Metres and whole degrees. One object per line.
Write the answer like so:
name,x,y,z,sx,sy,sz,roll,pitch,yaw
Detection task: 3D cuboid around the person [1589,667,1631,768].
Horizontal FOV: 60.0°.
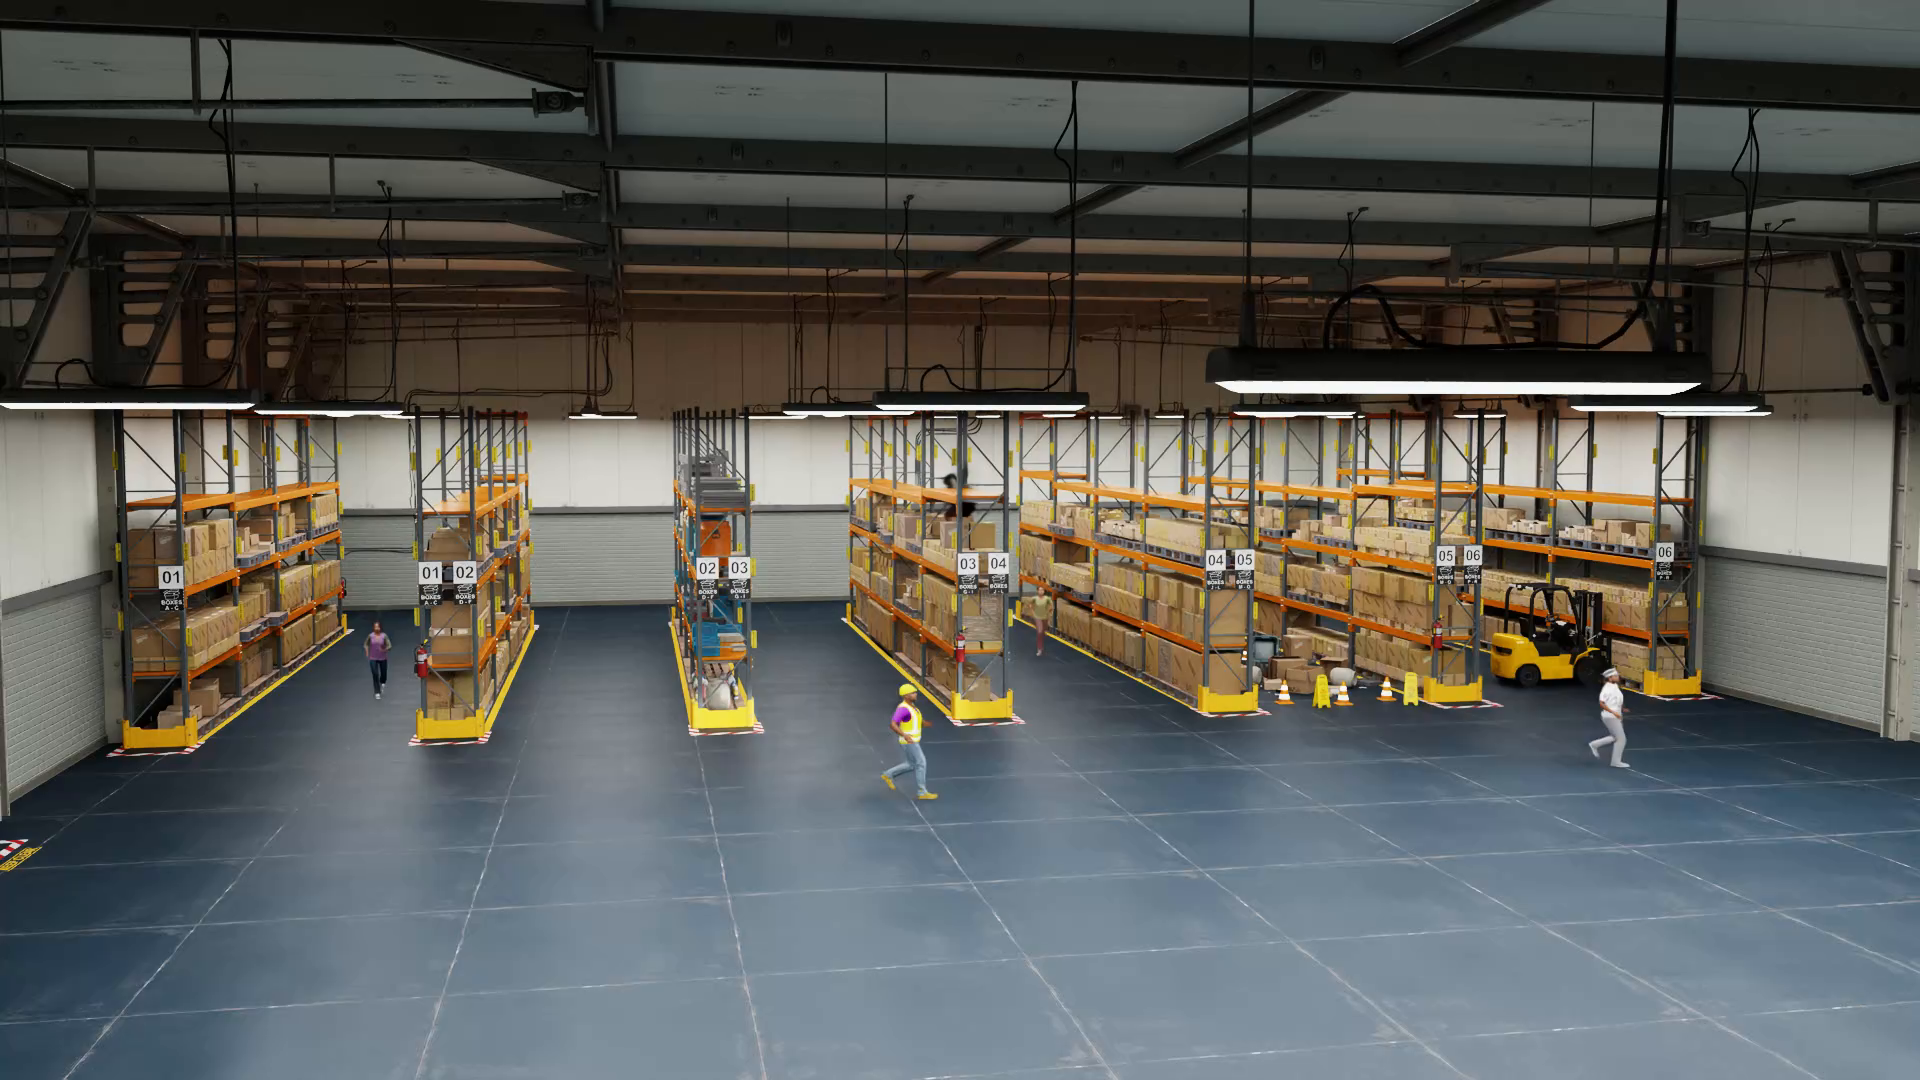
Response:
person,10.796,2.931,27.598,0.634,1.654,0.563,3,5,35

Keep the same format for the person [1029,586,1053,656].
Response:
person,2.014,1.964,41.040,0.572,1.702,0.840,-1,4,-8

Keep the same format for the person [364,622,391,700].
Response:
person,-12.075,2.482,34.490,0.548,1.568,0.805,-1,4,-19

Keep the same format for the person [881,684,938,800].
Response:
person,-0.776,3.054,25.222,0.907,1.745,0.714,1,4,9

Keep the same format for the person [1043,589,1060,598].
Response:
person,2.665,1.328,50.052,0.864,1.729,0.706,-1,4,-9
